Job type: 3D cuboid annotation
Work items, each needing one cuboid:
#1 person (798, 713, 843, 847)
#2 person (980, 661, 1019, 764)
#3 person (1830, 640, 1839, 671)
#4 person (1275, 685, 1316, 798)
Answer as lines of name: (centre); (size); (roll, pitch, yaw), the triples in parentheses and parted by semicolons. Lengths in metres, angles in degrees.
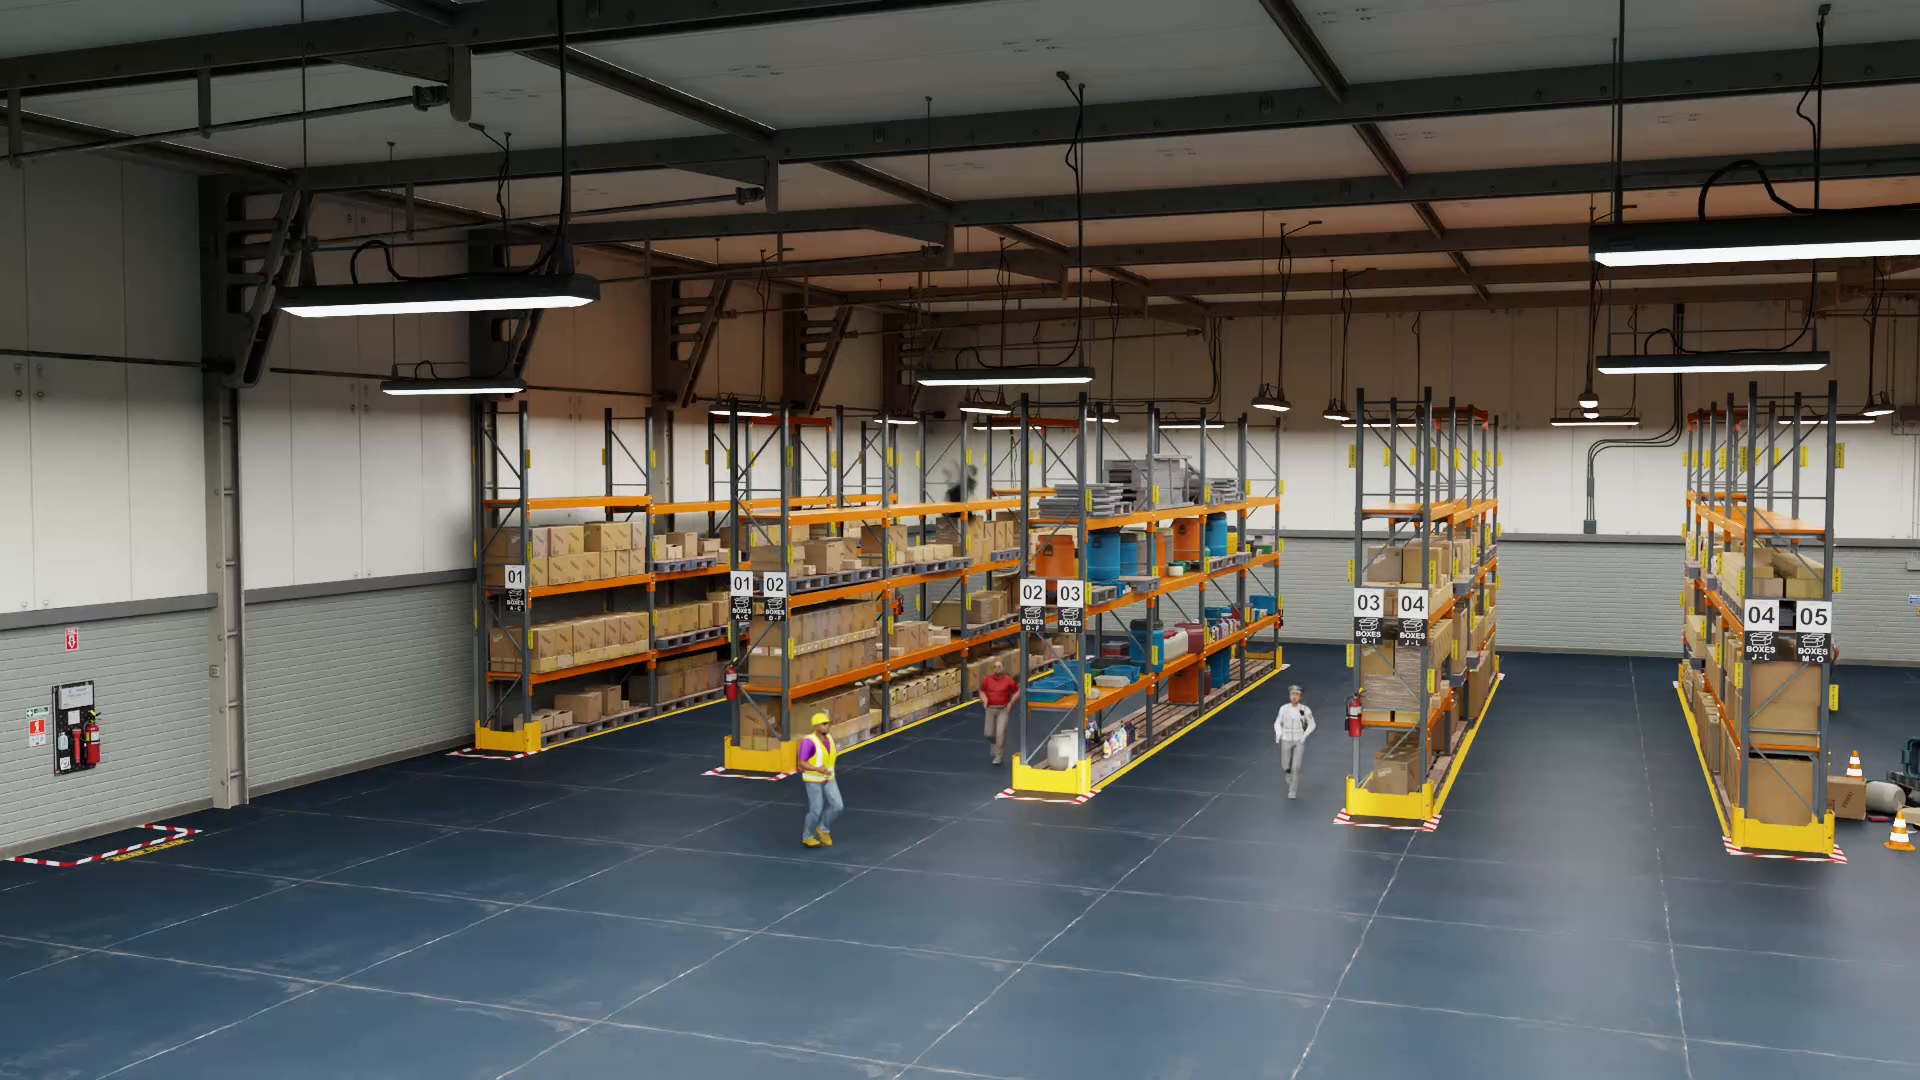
person: (-1.780, 3.090, 21.328); (0.670, 1.751, 0.666); (3, 4, 44)
person: (0.642, 2.823, 27.453); (0.655, 1.680, 0.603); (1, 3, 11)
person: (17.313, 2.549, 33.464); (0.610, 1.625, 0.855); (1, 3, 11)
person: (4.963, 2.974, 24.672); (0.608, 1.643, 0.623); (1, 3, 19)
